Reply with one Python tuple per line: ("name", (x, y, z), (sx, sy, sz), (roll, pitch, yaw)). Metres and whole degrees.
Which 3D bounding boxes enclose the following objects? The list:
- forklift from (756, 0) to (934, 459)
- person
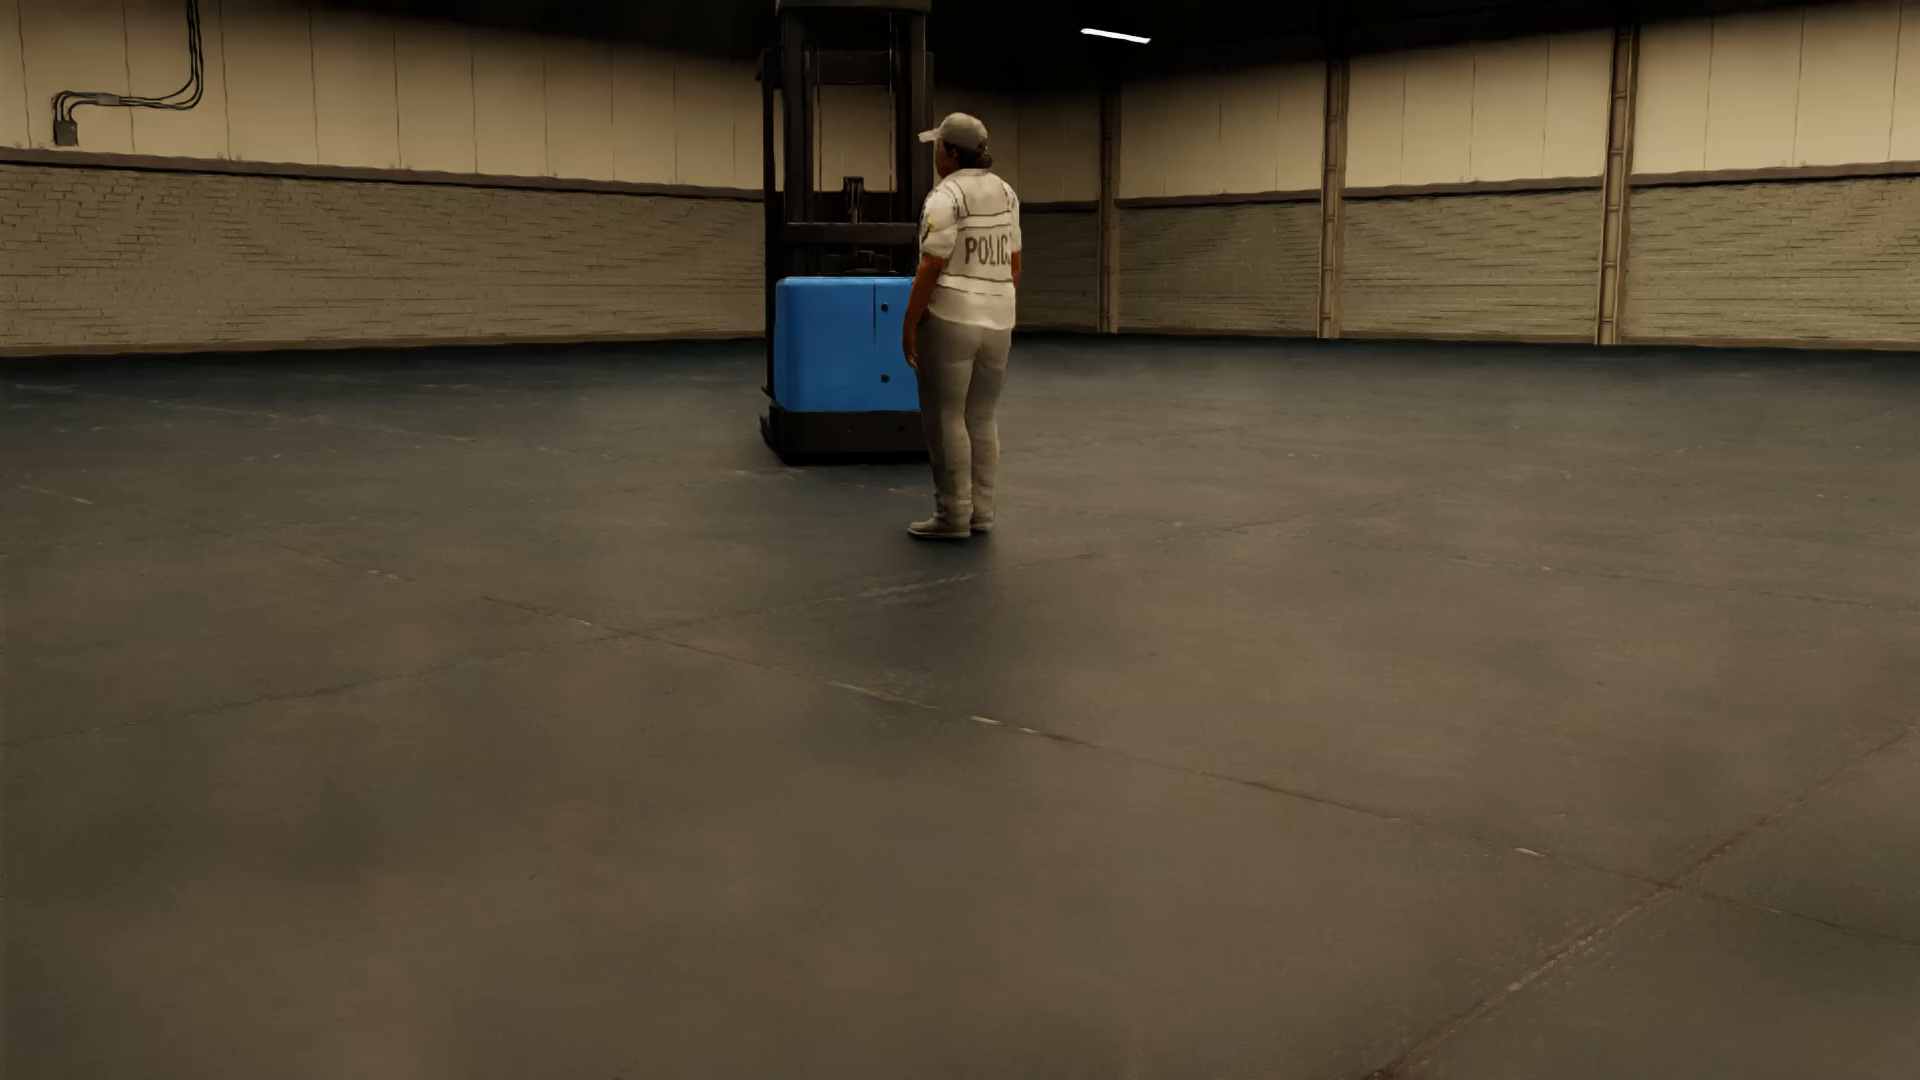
("forklift", (-0.750, -2.110, 10.891), (1.130, 2.935, 3.031), (-2, 9, -10))
("person", (-0.039, -0.842, 6.661), (0.529, 1.669, 0.598), (8, 12, 43))
